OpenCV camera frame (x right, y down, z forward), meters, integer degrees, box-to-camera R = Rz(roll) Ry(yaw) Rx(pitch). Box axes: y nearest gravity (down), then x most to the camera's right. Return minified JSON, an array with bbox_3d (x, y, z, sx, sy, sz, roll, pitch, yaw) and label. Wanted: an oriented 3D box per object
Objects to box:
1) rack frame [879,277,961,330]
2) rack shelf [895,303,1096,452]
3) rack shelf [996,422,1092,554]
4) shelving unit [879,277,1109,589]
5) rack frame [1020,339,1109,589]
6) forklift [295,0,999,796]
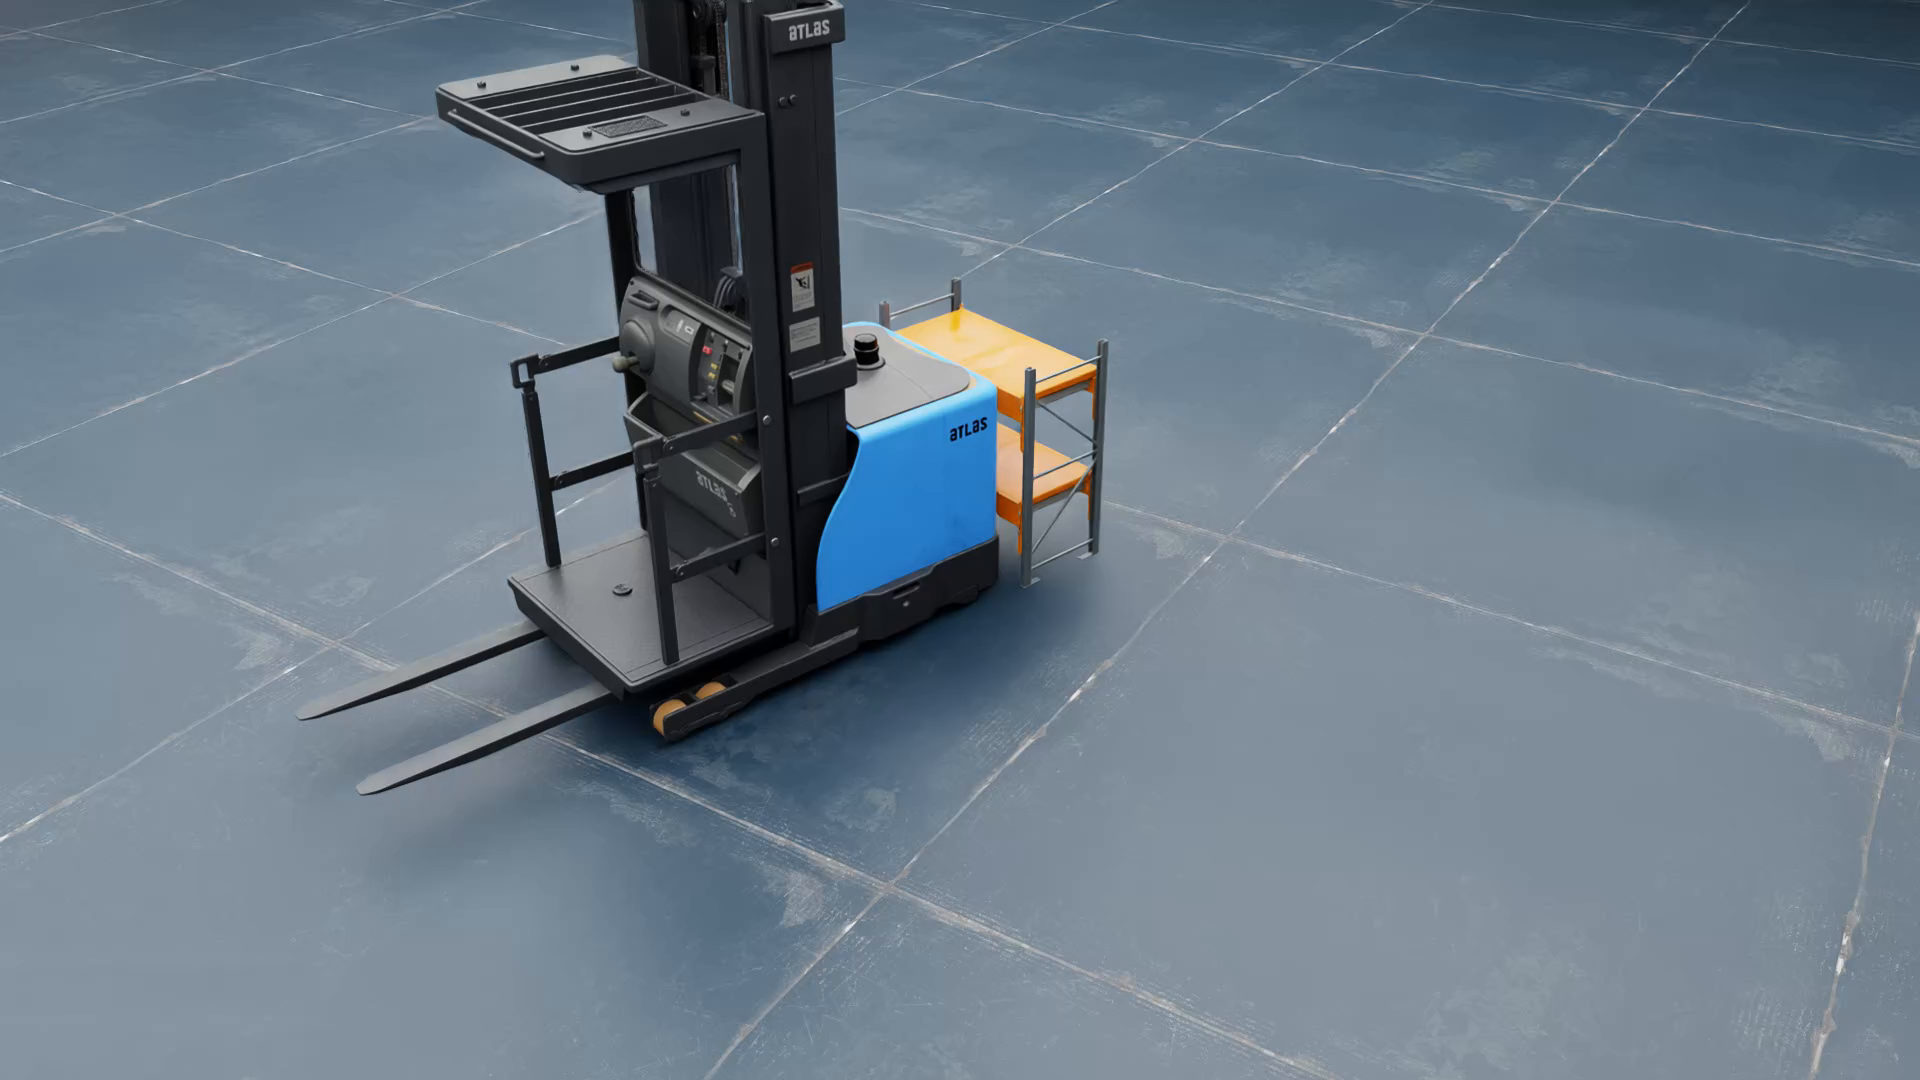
[{"bbox_3d":[-0.192,-0.729,8.384,0.500,1.125,0.032,-24,38,-35],"label":"rack frame"},{"bbox_3d":[0.145,-0.790,7.907,0.538,0.278,1.000,-24,38,-35],"label":"rack shelf"},{"bbox_3d":[0.145,-0.326,8.178,0.538,0.278,1.000,-24,38,-35],"label":"rack shelf"},{"bbox_3d":[0.145,-0.537,8.054,0.538,1.125,1.048,-24,38,-35],"label":"shelving unit"},{"bbox_3d":[0.481,-0.345,7.725,0.500,1.125,0.032,-24,38,-35],"label":"rack frame"},{"bbox_3d":[-1.276,-0.741,6.611,3.031,2.935,1.130,-23,37,-34],"label":"forklift"}]
